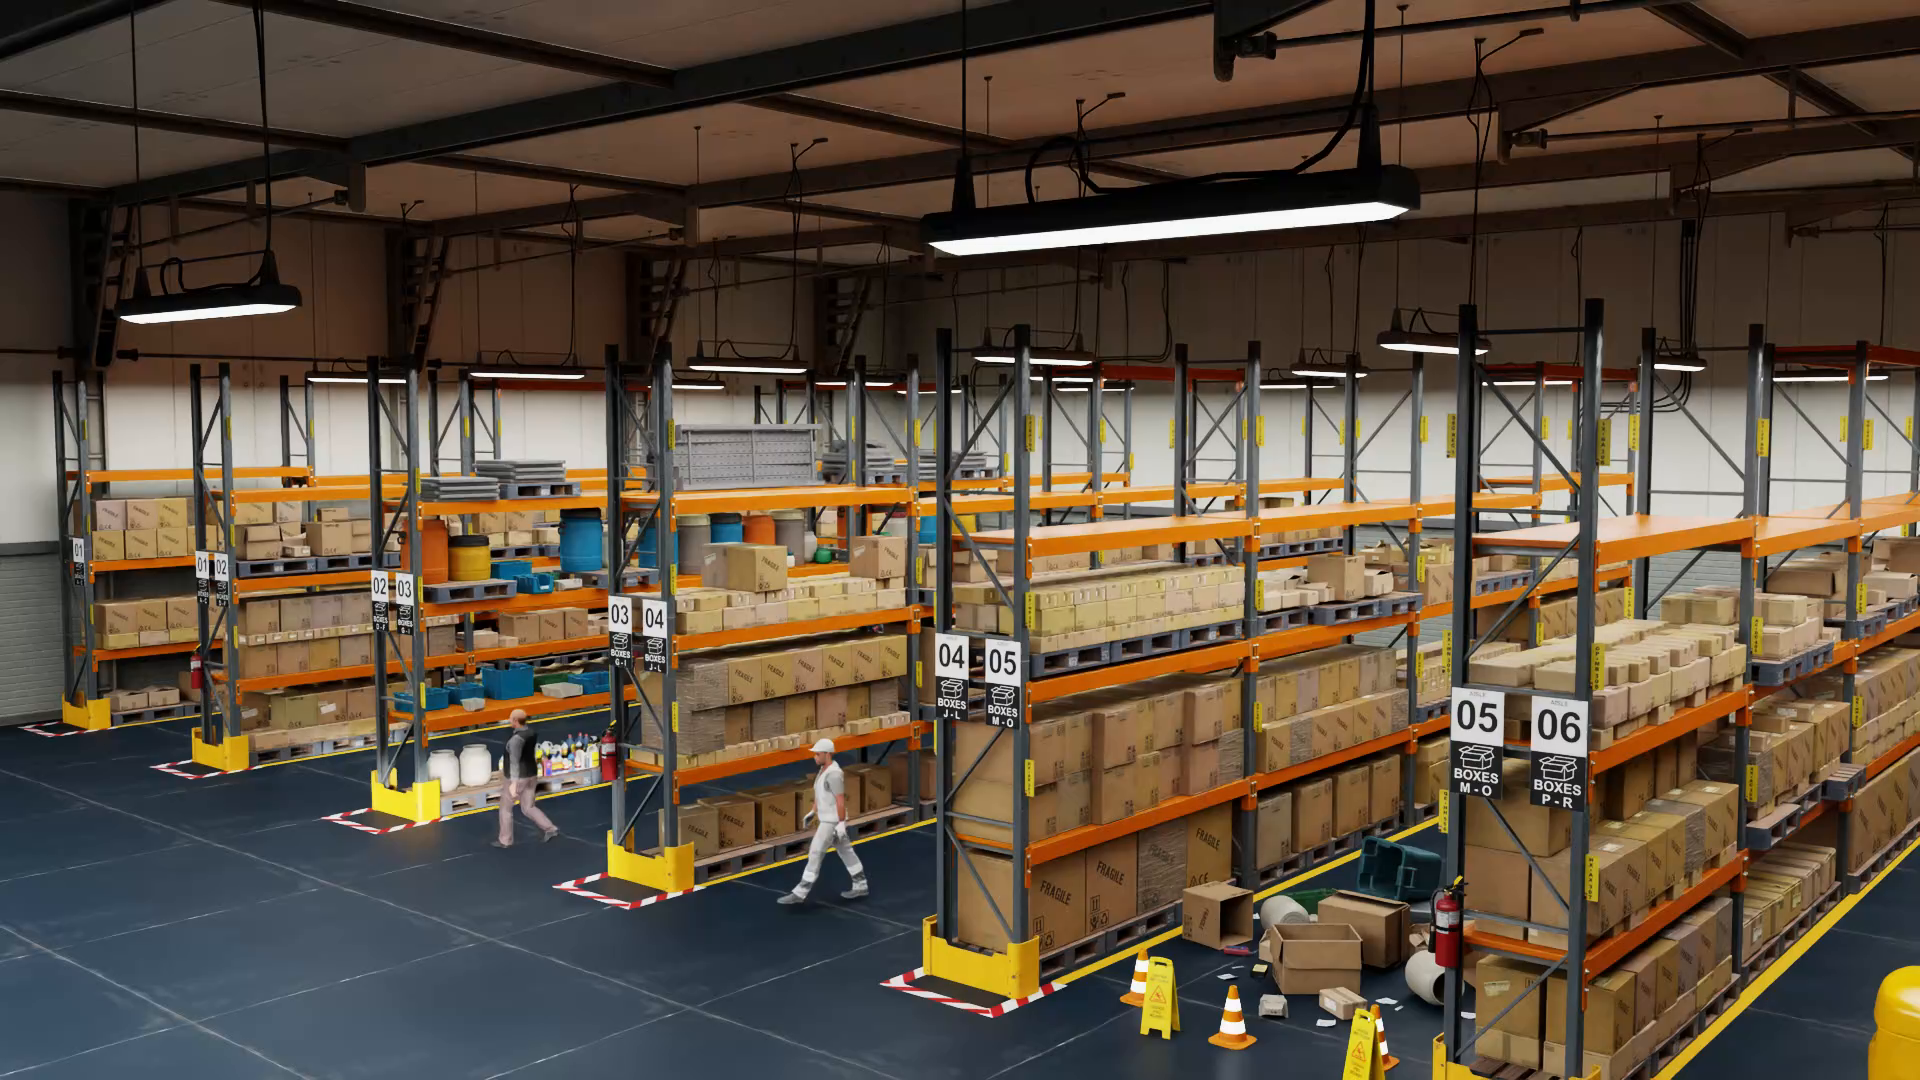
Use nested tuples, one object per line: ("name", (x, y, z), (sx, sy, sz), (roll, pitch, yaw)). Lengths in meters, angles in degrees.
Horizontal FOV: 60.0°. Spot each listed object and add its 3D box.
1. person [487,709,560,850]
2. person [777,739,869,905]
("person", (-5.262, 2.878, 20.024), (0.868, 1.705, 0.565), (1, 4, 19))
("person", (-1.467, 2.985, 17.734), (0.993, 1.735, 0.563), (-1, 4, -10))
